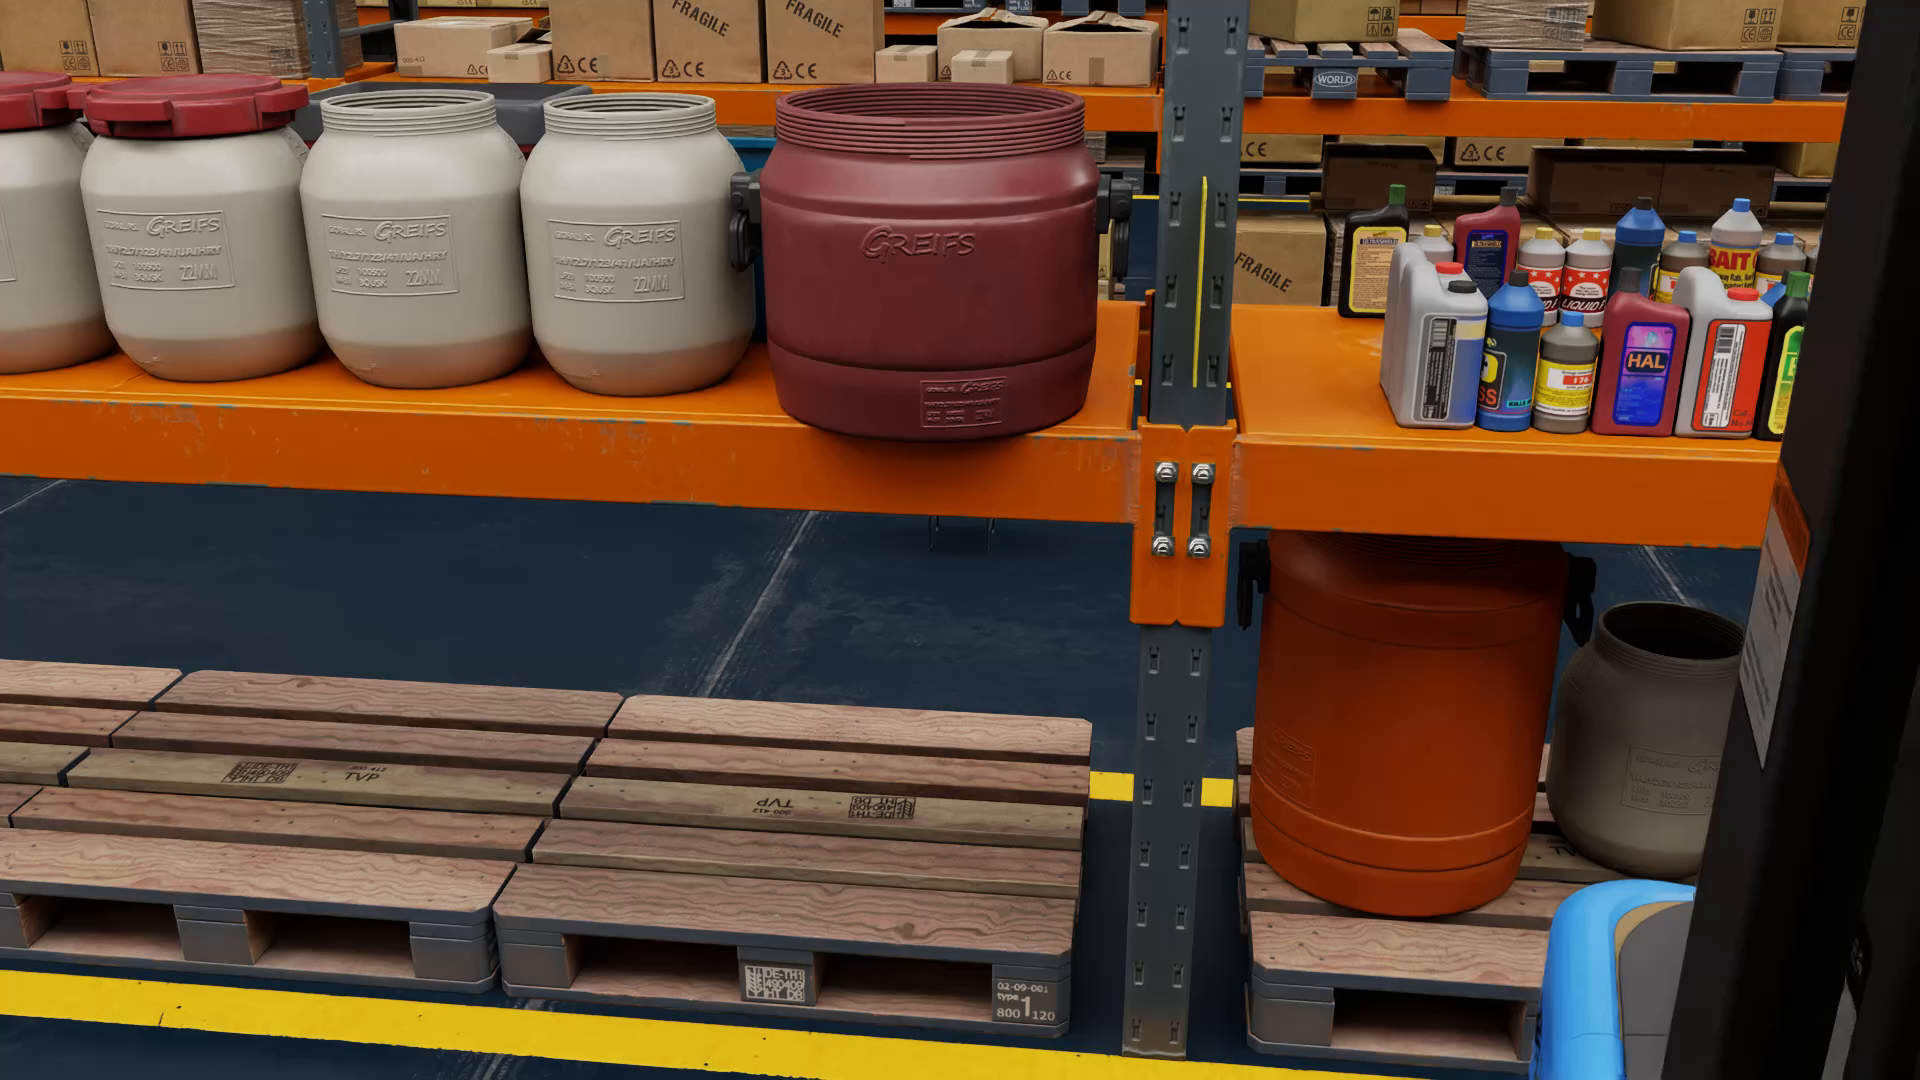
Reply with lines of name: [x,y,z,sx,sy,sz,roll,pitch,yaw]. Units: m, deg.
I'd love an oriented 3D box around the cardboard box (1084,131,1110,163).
cardboard box: [0.890,-3.212,12.787,0.500,0.500,0.700,3,22,7]

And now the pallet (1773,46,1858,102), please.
pallet: [4.223,-2.161,7.588,1.213,0.211,1.003,2,22,6]

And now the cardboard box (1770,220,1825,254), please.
cardboard box: [3.990,-1.159,7.594,0.500,0.500,0.500,3,22,6]

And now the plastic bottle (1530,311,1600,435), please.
plastic bottle: [1.046,-0.293,2.870,0.097,0.201,0.097,0,22,0]

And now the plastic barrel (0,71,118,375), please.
plastic barrel: [-1.874,-0.624,3.253,0.433,0.535,0.433,0,22,0]

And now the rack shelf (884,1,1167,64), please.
rack shelf: [-0.375,-3.910,12.728,4.000,0.370,1.077,2,22,6]

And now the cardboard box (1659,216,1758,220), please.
cardboard box: [3.526,-1.372,8.131,0.500,0.500,0.500,3,22,7]

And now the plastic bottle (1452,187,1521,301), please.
plastic bottle: [1.126,-0.615,3.574,0.133,0.283,0.061,2,22,6]

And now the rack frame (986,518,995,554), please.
rack frame: [0.109,-0.414,5.762,0.006,0.900,0.240,2,22,6]

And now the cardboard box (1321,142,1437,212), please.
cardboard box: [2.045,-1.784,8.155,0.500,0.250,0.500,3,22,8]

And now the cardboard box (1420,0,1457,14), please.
cardboard box: [3.435,-3.889,12.012,0.250,0.149,0.380,3,22,7]

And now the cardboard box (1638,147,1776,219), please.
cardboard box: [3.559,-1.720,7.993,0.500,0.250,0.500,3,22,6]

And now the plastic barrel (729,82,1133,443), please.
plastic barrel: [-0.051,-0.514,2.974,0.708,0.536,0.600,2,22,6]

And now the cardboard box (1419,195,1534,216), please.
cardboard box: [2.502,-1.414,8.238,0.500,0.500,0.500,2,22,4]

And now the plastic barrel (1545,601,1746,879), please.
plastic barrel: [1.504,0.427,3.591,0.421,0.512,0.421,0,22,0]

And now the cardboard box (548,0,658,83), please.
cardboard box: [-1.656,-2.507,8.065,0.500,0.500,0.500,4,22,10]

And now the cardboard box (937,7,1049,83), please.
cardboard box: [0.167,-2.417,8.095,0.500,0.311,0.500,2,22,6]

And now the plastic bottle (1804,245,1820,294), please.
plastic bottle: [1.819,-0.540,3.496,0.097,0.201,0.097,0,22,0]

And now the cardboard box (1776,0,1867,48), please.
cardboard box: [3.870,-2.527,7.544,0.500,0.500,0.700,6,22,15]

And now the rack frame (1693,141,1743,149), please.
rack frame: [5.583,-3.985,11.940,0.127,3.000,1.000,2,22,6]

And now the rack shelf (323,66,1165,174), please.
rack shelf: [-0.954,-2.101,8.153,4.000,0.370,1.077,2,22,6]

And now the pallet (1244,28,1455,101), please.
pallet: [1.713,-2.256,7.828,1.003,0.211,1.213,2,22,6]

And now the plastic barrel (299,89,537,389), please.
plastic barrel: [-1.020,-0.578,3.169,0.421,0.512,0.421,0,22,0]

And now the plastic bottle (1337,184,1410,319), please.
plastic bottle: [0.897,-0.625,3.599,0.133,0.283,0.061,2,22,6]

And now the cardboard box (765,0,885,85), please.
cardboard box: [-0.636,-2.462,7.952,0.500,0.500,0.500,1,22,3]

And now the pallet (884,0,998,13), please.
pallet: [-0.359,-4.140,12.591,1.213,0.211,1.003,2,22,6]

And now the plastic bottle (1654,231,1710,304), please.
plastic bottle: [1.529,-0.553,3.528,0.097,0.201,0.097,0,22,0]

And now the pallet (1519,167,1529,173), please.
pallet: [4.808,-2.694,12.467,1.213,0.211,1.003,2,22,6]

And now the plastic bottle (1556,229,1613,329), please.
plastic bottle: [1.335,-0.561,3.549,0.097,0.201,0.097,0,22,0]

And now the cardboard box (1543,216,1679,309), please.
cardboard box: [2.987,-1.203,7.703,0.500,0.500,0.500,2,22,4]

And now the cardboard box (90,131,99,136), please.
cardboard box: [-4.357,-1.965,8.980,0.500,0.500,0.500,2,22,6]

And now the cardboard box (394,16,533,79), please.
cardboard box: [-2.446,-2.447,8.254,0.500,0.250,0.500,4,22,10]

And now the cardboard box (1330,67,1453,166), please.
cardboard box: [3.195,-3.234,12.392,0.750,0.750,0.750,2,22,6]

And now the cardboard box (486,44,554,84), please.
cardboard box: [-2.084,-2.293,8.000,0.250,0.149,0.380,2,22,6]

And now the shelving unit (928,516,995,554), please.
shelving unit: [0.008,-0.418,5.773,0.210,0.900,0.258,2,22,6]

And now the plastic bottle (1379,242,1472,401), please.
plastic bottle: [0.855,-0.402,3.046,0.135,0.276,0.152,2,22,6]

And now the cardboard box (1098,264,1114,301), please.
cardboard box: [0.481,-1.200,8.063,0.500,0.250,0.500,3,22,8]

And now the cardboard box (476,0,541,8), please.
cardboard box: [-3.361,-4.205,12.673,0.500,0.250,0.500,3,22,7]

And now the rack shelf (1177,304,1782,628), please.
rack shelf: [2.431,-0.120,3.142,4.000,0.370,1.077,2,22,6]

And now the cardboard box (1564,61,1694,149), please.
cardboard box: [4.923,-3.161,12.209,0.750,0.750,0.750,3,22,7]

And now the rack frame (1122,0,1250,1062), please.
rack frame: [0.445,-0.541,3.228,0.127,3.000,1.000,2,22,6]

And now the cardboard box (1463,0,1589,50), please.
cardboard box: [2.556,-2.496,7.465,0.500,0.500,0.700,7,23,16]

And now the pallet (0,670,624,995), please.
pallet: [-1.528,0.654,3.997,1.213,0.211,1.003,2,22,6]

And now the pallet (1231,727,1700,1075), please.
pallet: [1.233,0.775,3.693,1.213,0.211,1.003,2,22,6]

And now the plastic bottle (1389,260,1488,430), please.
plastic bottle: [0.837,-0.347,2.905,0.135,0.276,0.152,2,22,6]

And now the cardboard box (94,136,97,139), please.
cardboard box: [-4.419,-1.774,8.496,0.500,0.500,0.500,2,22,6]

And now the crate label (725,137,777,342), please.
crate label: [-0.510,-0.699,3.580,0.616,0.435,0.502,2,22,6]

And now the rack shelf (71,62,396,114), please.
rack shelf: [-4.926,-2.274,8.591,4.000,0.370,1.077,2,22,6]

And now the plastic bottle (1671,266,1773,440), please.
plastic bottle: [1.296,-0.326,2.855,0.135,0.276,0.152,2,22,6]

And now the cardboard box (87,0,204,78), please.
cardboard box: [-3.906,-2.606,8.316,0.500,0.500,0.700,2,22,6]

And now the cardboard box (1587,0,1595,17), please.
cardboard box: [4.440,-3.809,11.808,0.250,0.149,0.380,3,22,6]

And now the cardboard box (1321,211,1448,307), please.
cardboard box: [1.971,-1.247,7.815,0.500,0.500,0.500,2,22,4]

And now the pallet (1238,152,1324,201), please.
pallet: [2.385,-2.800,12.734,1.213,0.211,1.003,2,22,6]

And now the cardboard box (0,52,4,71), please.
cardboard box: [-4.913,-2.651,8.430,0.500,0.500,0.700,3,22,8]

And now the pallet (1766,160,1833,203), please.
pallet: [6.329,-2.627,12.297,1.213,0.211,1.003,2,22,6]

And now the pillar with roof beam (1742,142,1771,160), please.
pillar with roof beam: [5.874,-5.489,7.583,0.400,9.000,9.100,2,22,6]

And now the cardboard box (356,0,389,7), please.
cardboard box: [-4.362,-4.243,12.768,0.500,0.250,0.500,3,22,7]
